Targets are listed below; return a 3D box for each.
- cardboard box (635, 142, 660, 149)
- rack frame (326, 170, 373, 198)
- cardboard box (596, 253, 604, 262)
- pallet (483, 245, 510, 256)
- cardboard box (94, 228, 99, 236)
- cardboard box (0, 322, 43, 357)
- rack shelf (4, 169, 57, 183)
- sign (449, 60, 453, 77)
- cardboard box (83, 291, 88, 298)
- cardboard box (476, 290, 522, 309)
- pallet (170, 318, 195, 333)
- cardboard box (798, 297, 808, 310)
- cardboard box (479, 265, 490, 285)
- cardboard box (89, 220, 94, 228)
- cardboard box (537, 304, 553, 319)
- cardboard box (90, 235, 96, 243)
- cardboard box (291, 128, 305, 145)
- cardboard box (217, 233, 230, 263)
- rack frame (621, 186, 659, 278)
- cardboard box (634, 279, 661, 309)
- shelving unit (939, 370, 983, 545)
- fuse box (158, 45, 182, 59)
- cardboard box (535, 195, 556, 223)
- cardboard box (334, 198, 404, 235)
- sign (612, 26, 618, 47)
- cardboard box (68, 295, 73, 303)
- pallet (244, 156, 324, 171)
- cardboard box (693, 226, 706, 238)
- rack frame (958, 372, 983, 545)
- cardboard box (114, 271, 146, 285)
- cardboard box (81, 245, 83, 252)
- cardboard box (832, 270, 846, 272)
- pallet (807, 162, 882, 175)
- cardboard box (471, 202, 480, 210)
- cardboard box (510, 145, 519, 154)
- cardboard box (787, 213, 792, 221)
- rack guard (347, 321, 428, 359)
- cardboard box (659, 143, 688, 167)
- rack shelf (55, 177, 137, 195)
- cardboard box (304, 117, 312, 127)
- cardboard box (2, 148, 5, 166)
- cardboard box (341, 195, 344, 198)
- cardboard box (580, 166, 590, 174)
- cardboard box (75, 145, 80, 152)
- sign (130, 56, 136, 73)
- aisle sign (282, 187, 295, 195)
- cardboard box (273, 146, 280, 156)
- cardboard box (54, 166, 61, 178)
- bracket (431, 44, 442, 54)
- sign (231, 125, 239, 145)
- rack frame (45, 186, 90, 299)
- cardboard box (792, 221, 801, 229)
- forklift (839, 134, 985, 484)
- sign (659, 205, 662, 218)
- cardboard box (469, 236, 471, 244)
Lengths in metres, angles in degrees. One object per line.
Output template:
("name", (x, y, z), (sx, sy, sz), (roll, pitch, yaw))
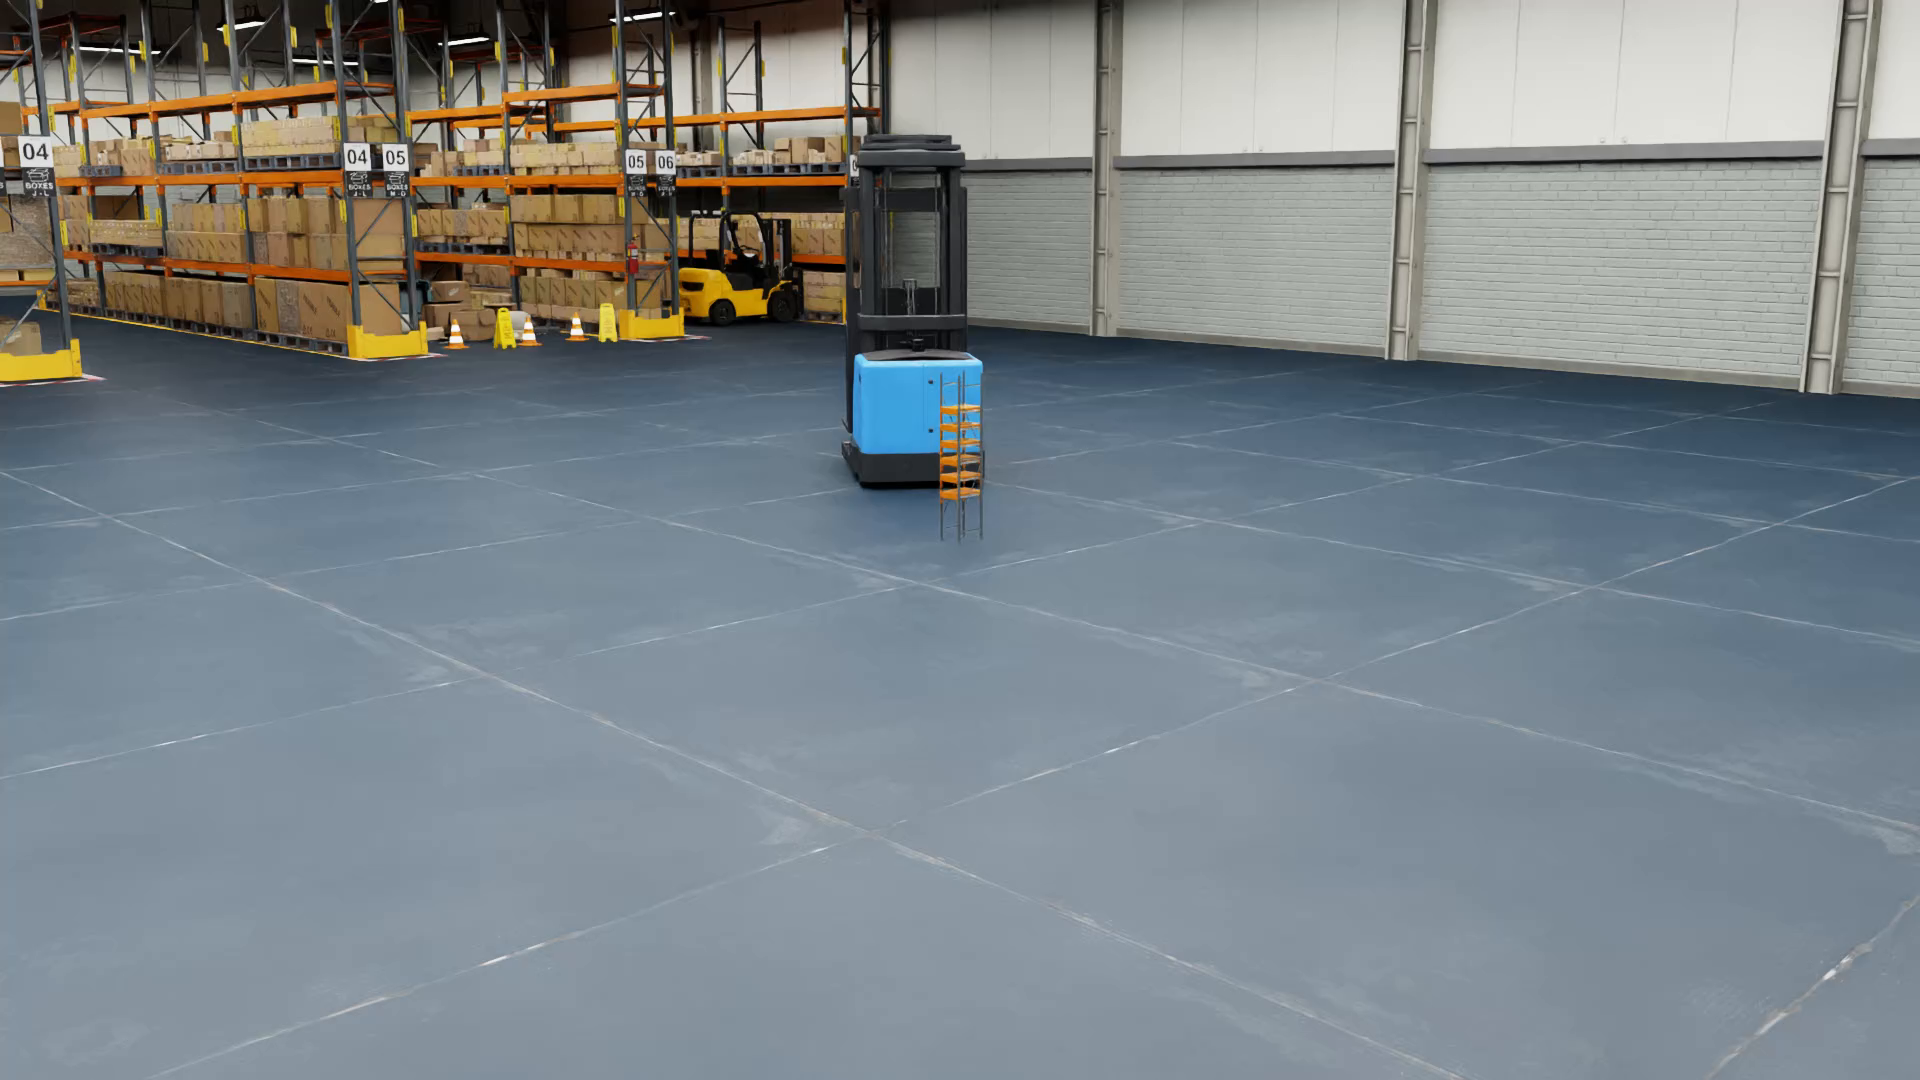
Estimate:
("cardboard box", (-5.460, -6.853, 28.954), (0.380, 0.149, 0.250), (-11, 16, -43))
("rack frame", (-13.649, -6.787, 37.422), (1.000, 3.000, 0.127), (-11, 16, -43))
("cardboard box", (-6.192, -5.000, 29.368), (0.380, 0.149, 0.250), (-11, 16, -44))
("pallet", (-8.547, -5.658, 32.414), (1.003, 0.211, 1.213), (-11, 16, -43))
("cardboard box", (-17.039, -6.152, 33.183), (0.380, 0.149, 0.250), (-11, 16, -44))
("cardboard box", (-12.948, -2.730, 22.882), (0.500, 0.500, 0.500), (-7, 14, -32))
("rack shelf", (-13.910, -5.064, 23.405), (1.077, 0.370, 4.000), (-11, 16, -43))
("sign", (-10.501, -9.715, 34.255), (0.100, 0.325, 0.005), (-11, 16, -43))
("cardboard box", (-18.000, -5.114, 34.587), (0.250, 0.149, 0.380), (11, 16, 43))
("cardboard box", (-8.987, -4.719, 32.855), (0.950, 0.372, 0.625), (-10, 15, -39))
("pallet", (-13.907, -4.008, 30.841), (1.003, 0.211, 1.213), (-11, 16, -43))
("cardboard box", (-3.003, -4.760, 33.355), (0.500, 0.250, 0.500), (-11, 16, -42))
("cardboard box", (-11.908, -6.812, 42.696), (0.700, 0.500, 0.500), (-10, 15, -40))
("cardboard box", (-17.220, -6.335, 33.335), (0.380, 0.149, 0.250), (-10, 15, -40))
("cardboard box", (-7.535, -4.279, 31.019), (0.500, 0.250, 0.500), (-10, 15, -39))
("cardboard box", (-17.220, -6.044, 33.395), (0.250, 0.149, 0.380), (11, 16, 42))
("cardboard box", (-10.103, -6.307, 26.001), (0.500, 0.250, 0.500), (-11, 16, -43))
("cardboard box", (-12.537, -5.077, 28.872), (0.500, 0.500, 0.500), (-11, 16, -43))
("rack frame", (-7.299, -6.896, 37.949), (1.000, 3.000, 0.127), (-11, 16, -43))
("cardboard box", (-5.736, -4.422, 29.856), (0.500, 0.500, 0.500), (11, 16, 43))
("shelving unit", (0.010, -0.586, 11.780), (0.258, 1.200, 0.189), (-11, 16, -43))
("fuse box", (-20.487, -12.657, 43.116), (0.513, 0.334, 0.176), (-11, 16, -43))
("cardboard box", (-7.313, -6.055, 30.405), (0.700, 0.500, 0.500), (-11, 16, -44))
("cardboard box", (-9.100, -4.993, 25.667), (0.875, 0.550, 0.550), (-11, 16, -43))
("sign", (-5.777, -8.435, 27.845), (0.100, 0.325, 0.005), (-11, 16, -43))
("cardboard box", (-18.923, -5.168, 35.586), (0.250, 0.149, 0.380), (11, 16, 42))
("pallet", (-11.077, -6.220, 27.455), (1.003, 0.211, 1.213), (-11, 16, -43))
("cardboard box", (-5.421, -6.594, 35.614), (0.500, 0.250, 0.500), (11, 16, 44))
("rack frame", (0.073, -0.572, 11.715), (0.240, 1.200, 0.006), (-11, 16, -43))
("cardboard box", (-16.470, -5.209, 33.059), (0.500, 0.250, 0.500), (-10, 16, -41))
("cardboard box", (-18.052, -6.086, 34.639), (0.250, 0.149, 0.380), (11, 16, 44))
("cardboard box", (-2.317, -5.246, 33.236), (0.500, 0.250, 0.500), (-11, 16, -42))
("pallet", (-2.244, -7.261, 32.506), (1.003, 0.211, 1.213), (-11, 16, -43))
("cardboard box", (-9.298, -6.509, 32.439), (0.250, 0.149, 0.380), (11, 16, 43))
("cardboard box", (-8.143, -7.265, 30.953), (0.380, 0.149, 0.250), (-11, 16, -44))
("cardboard box", (-3.238, -6.487, 33.370), (0.380, 0.149, 0.250), (-11, 16, -42))
("rack guard", (-8.856, -3.104, 25.737), (1.175, 0.500, 0.348), (-11, 16, -43))
("cardboard box", (-6.272, -8.380, 36.184), (0.500, 0.500, 0.500), (-10, 16, -41))
("rack shelf", (-18.540, -7.492, 35.189), (1.077, 0.370, 4.000), (-11, 16, -43))
("cardboard box", (-9.879, -6.436, 25.643), (0.380, 0.149, 0.250), (-11, 16, -42))
("cardboard box", (-13.046, -5.086, 22.101), (0.500, 0.250, 0.500), (-10, 16, -41))
("cardboard box", (-13.868, -7.761, 37.816), (0.380, 0.149, 0.250), (-11, 16, -42))
("cardboard box", (-6.498, -6.547, 29.442), (0.380, 0.149, 0.250), (-11, 16, -43))
("cardboard box", (-17.763, -7.963, 33.842), (0.380, 0.149, 0.250), (-10, 16, -41))
("sign", (-16.762, -9.634, 33.666), (0.100, 0.325, 0.005), (-11, 16, -43))
("aisle sign", (-16.237, -8.698, 40.254), (0.394, 0.787, 0.004), (-11, 16, -43))
("cardboard box", (-10.748, -6.230, 26.617), (0.380, 0.149, 0.250), (-11, 16, -43))
("cardboard box", (-18.722, -7.733, 34.953), (0.500, 0.250, 0.500), (-11, 16, -43))
("bracket", (-14.004, -13.174, 44.633), (0.235, 0.232, 0.430), (-11, 16, -43))
("sign", (-12.020, -6.715, 27.575), (0.100, 0.325, 0.005), (-11, 16, -43))
("rack frame", (-19.922, -6.667, 36.836), (1.000, 3.000, 0.127), (-11, 16, -43))
("cardboard box", (-3.120, -6.290, 33.154), (0.380, 0.149, 0.250), (-11, 16, -42))
("forklift", (-0.513, -2.161, 15.136), (1.130, 2.935, 3.031), (-2, 12, -8))
("sign", (-6.900, -7.541, 38.210), (0.100, 0.325, 0.005), (-11, 16, -43))
("cardboard box", (-9.481, -5.943, 32.904), (0.250, 0.149, 0.380), (11, 16, 43))
